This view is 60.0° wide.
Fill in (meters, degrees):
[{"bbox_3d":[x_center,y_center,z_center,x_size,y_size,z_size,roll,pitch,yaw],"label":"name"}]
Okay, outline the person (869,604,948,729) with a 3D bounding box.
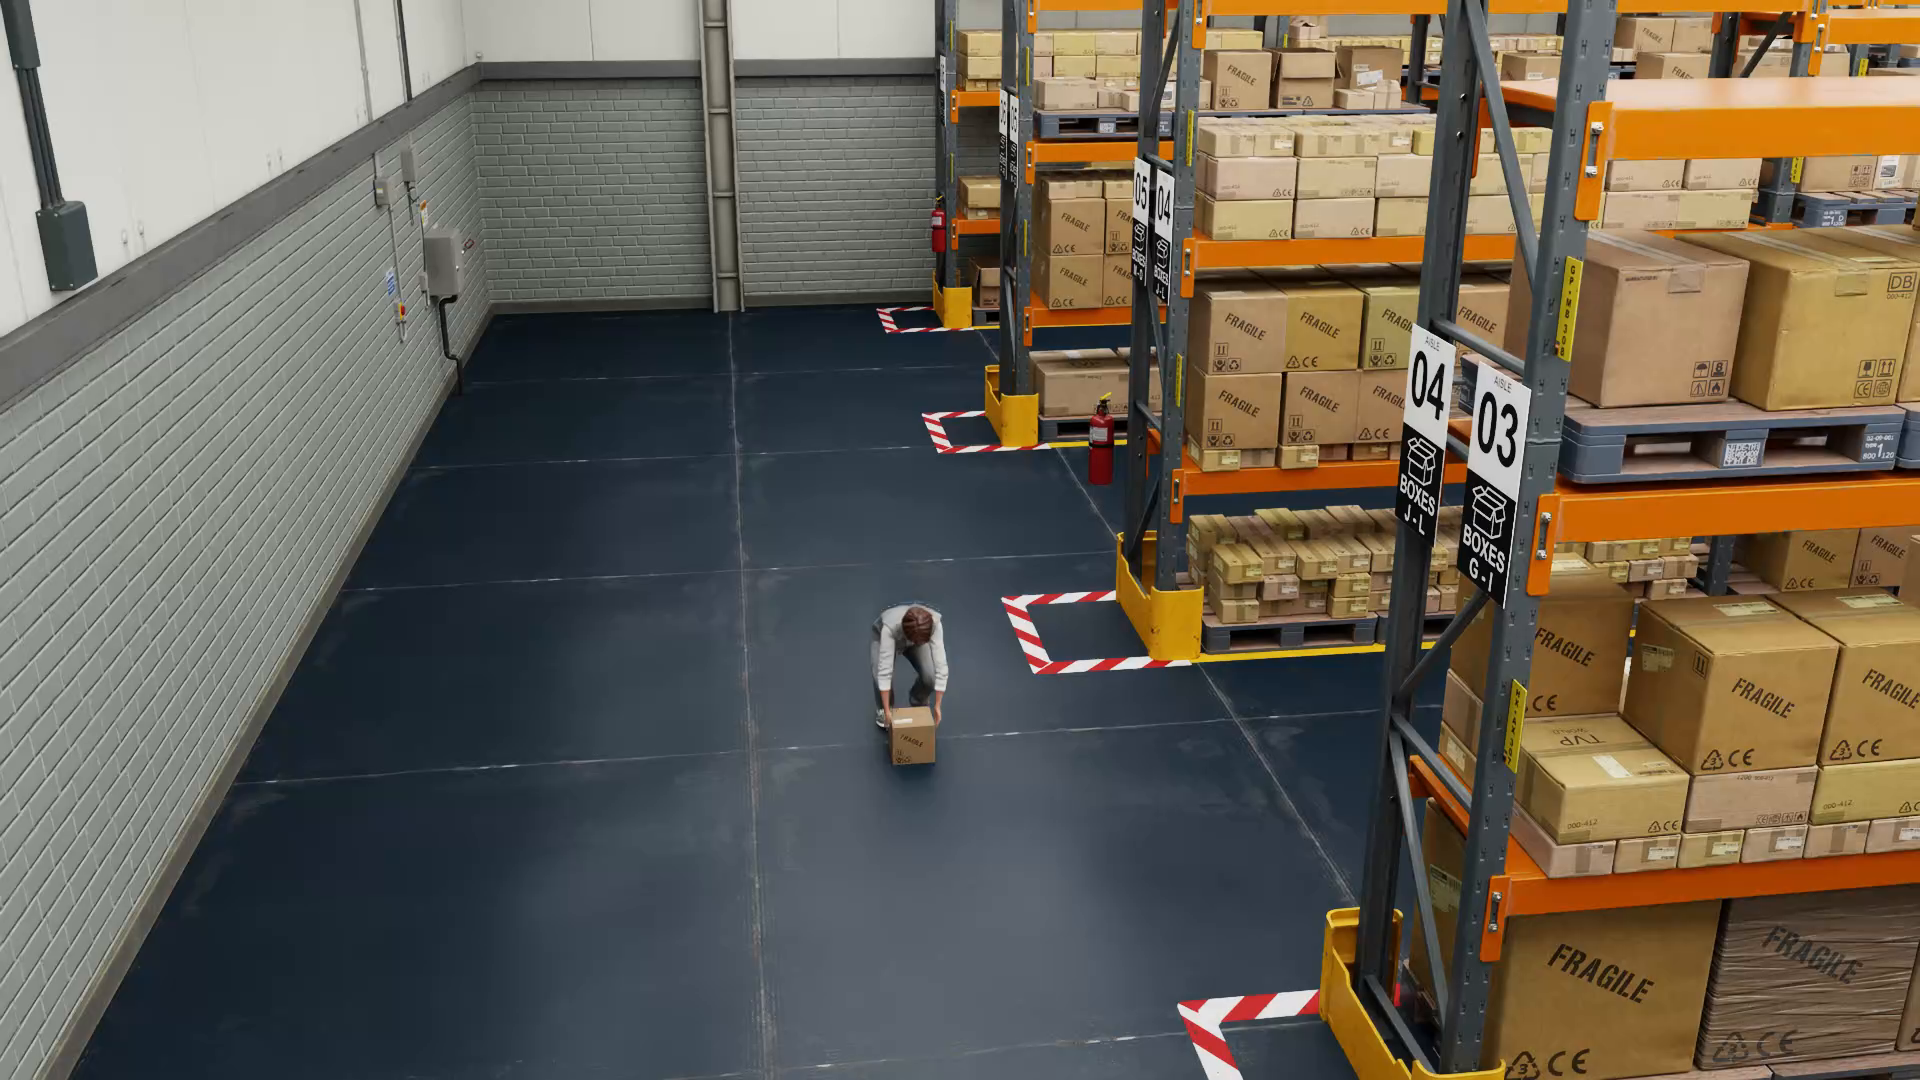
[{"bbox_3d":[-0.323,0.736,10.124,0.447,0.889,0.792,-3,21,-8],"label":"person"}]
